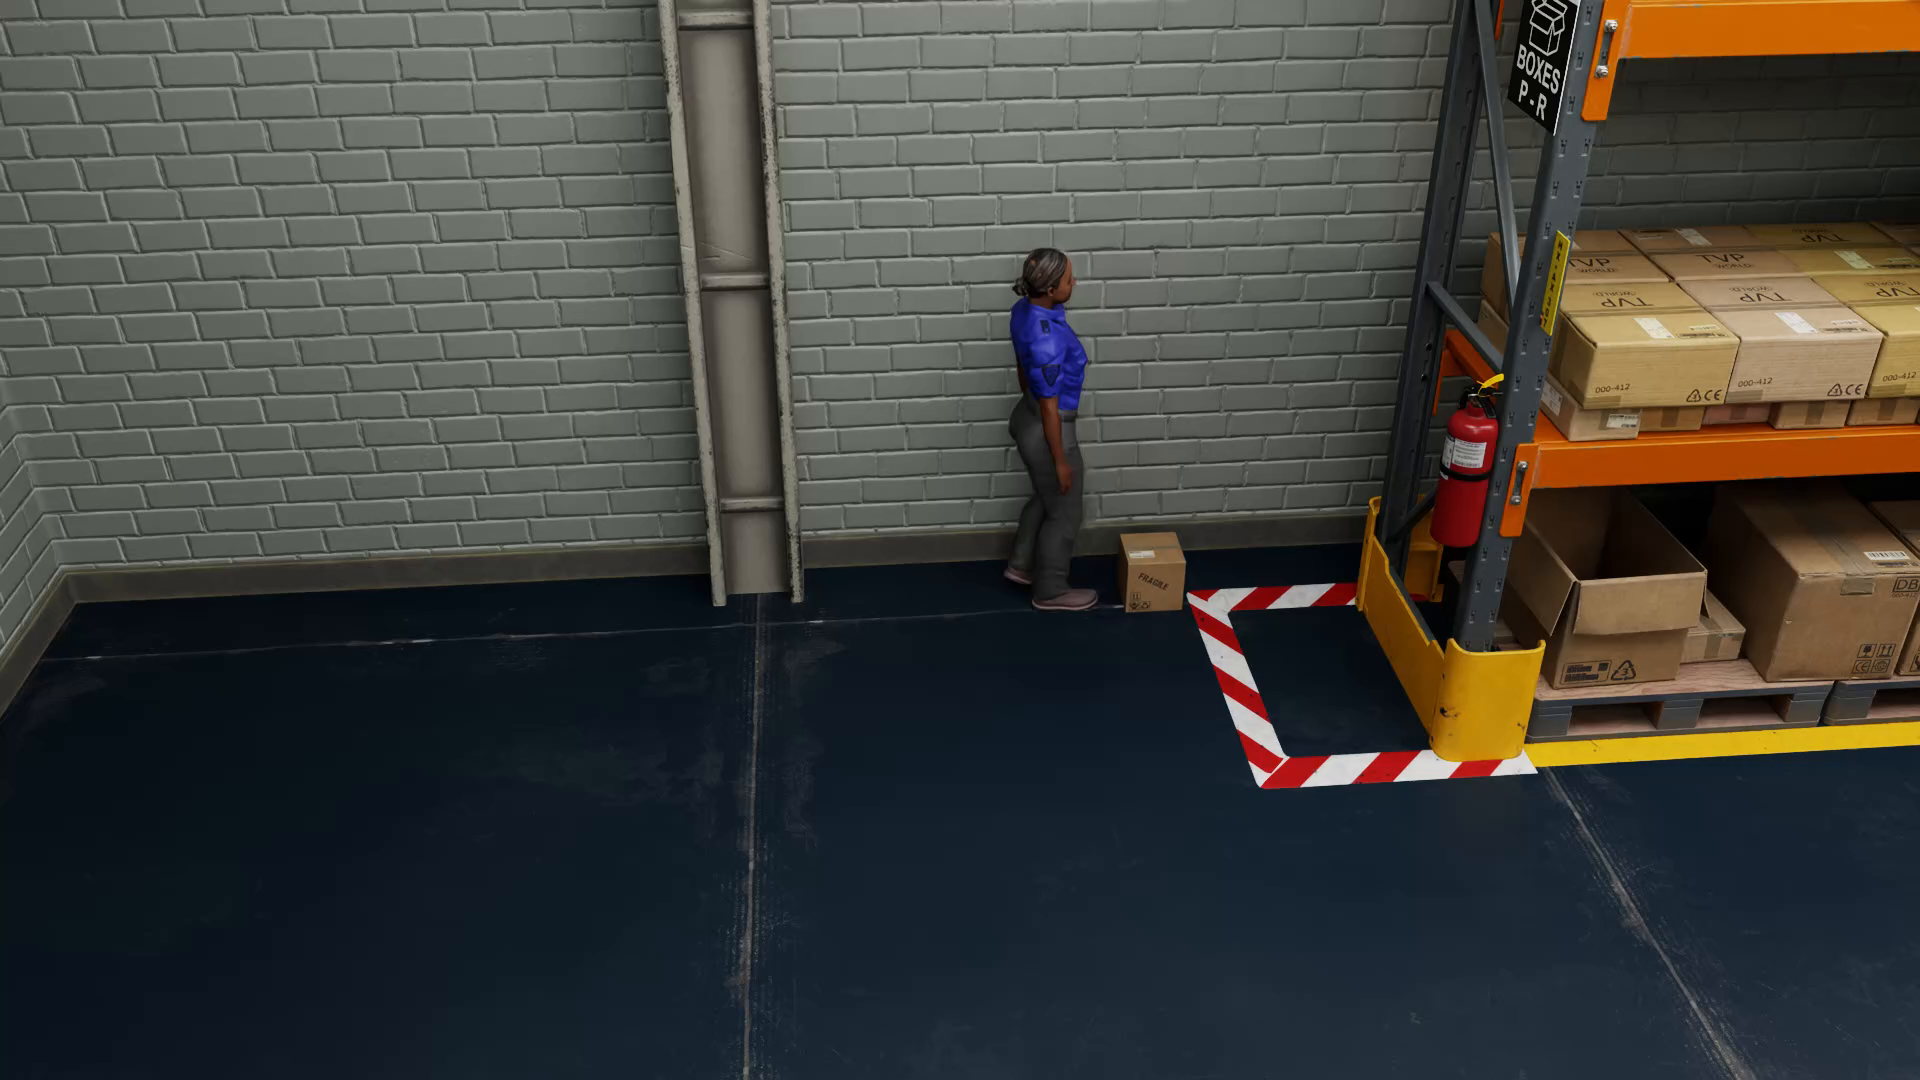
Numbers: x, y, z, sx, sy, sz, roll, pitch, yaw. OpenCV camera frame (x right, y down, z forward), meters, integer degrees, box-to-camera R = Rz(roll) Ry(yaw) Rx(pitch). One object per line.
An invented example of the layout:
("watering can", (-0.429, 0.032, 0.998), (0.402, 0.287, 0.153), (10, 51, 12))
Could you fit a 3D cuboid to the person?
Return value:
("person", (0.396, -0.417, 6.868), (0.406, 1.695, 0.484), (-6, 32, -10))
